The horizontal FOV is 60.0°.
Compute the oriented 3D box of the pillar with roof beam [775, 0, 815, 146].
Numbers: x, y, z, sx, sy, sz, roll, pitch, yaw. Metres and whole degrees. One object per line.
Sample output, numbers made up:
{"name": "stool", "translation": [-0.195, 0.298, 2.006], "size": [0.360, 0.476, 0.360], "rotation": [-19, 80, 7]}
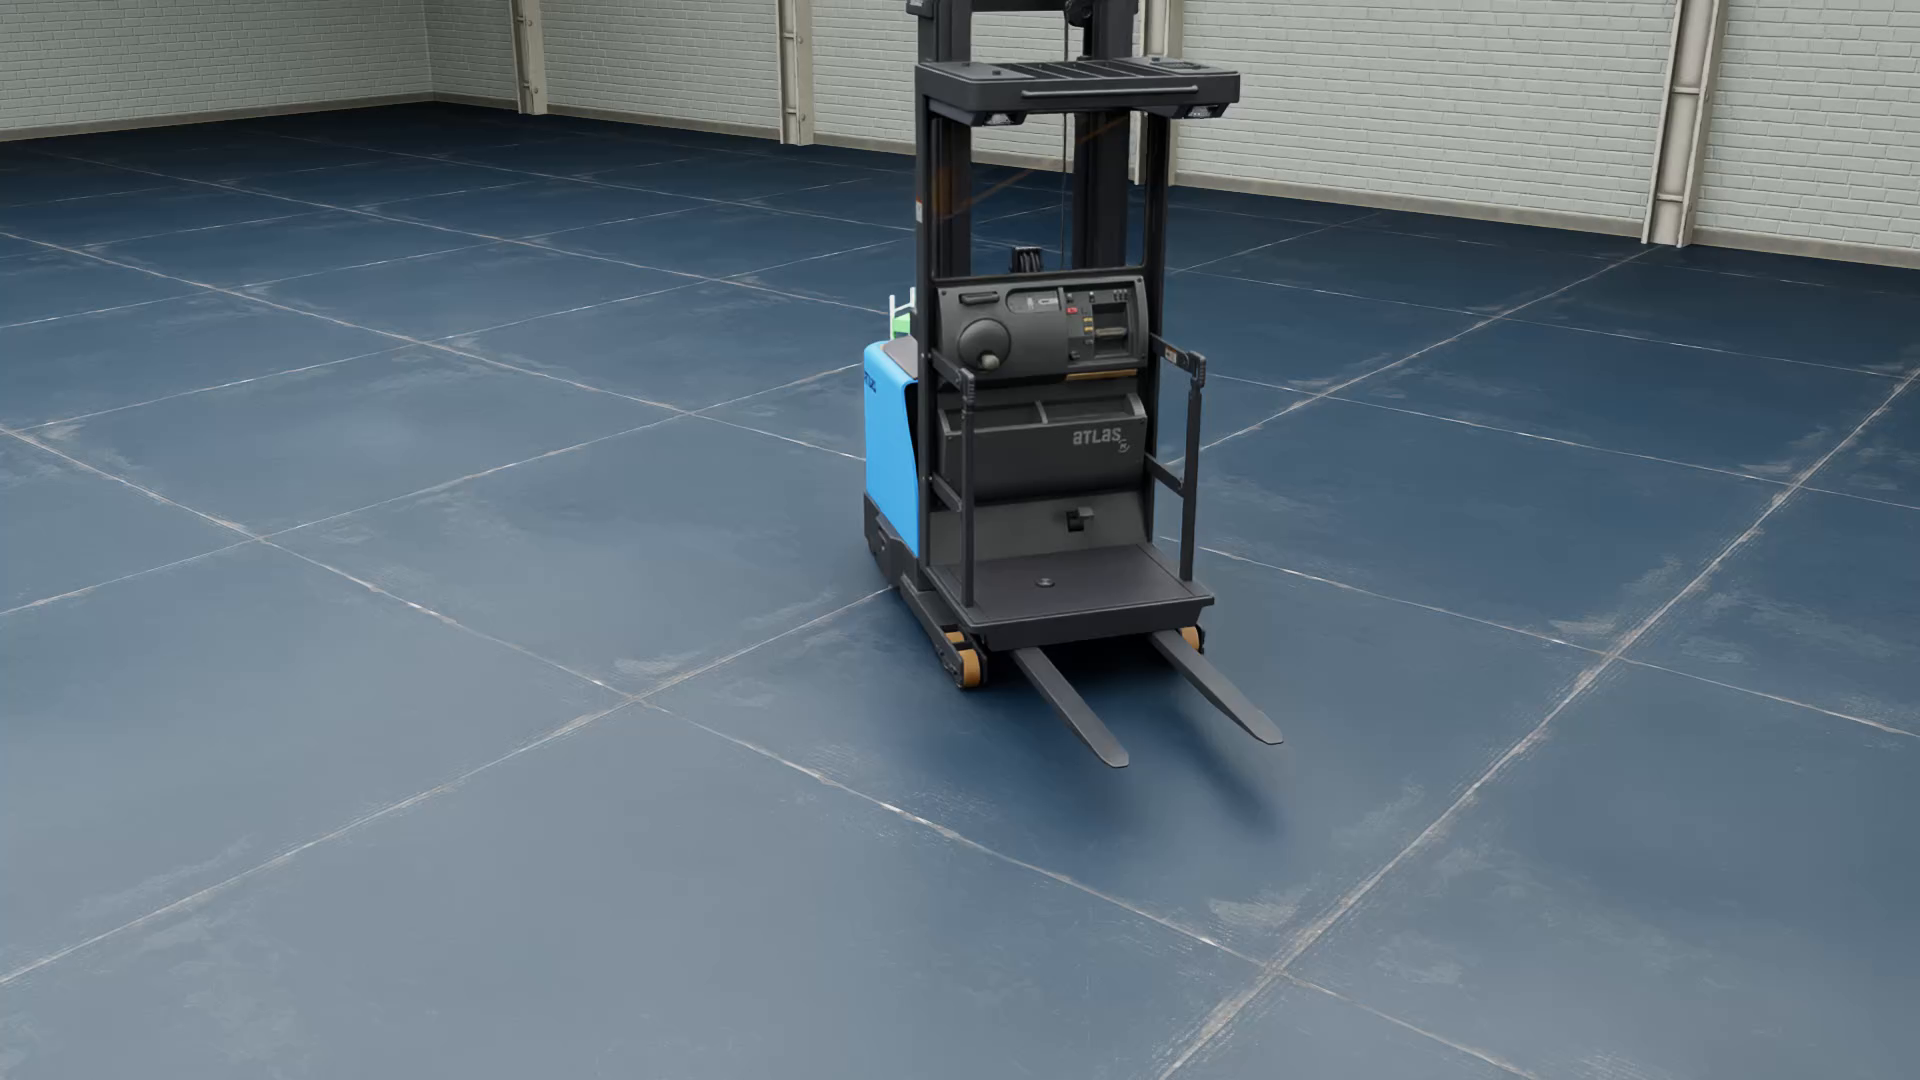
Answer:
{"name": "pillar with roof beam", "translation": [-5.024, -8.653, 18.861], "size": [0.400, 9.000, 9.100], "rotation": [16, 26, 36]}

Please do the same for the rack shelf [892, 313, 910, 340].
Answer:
{"name": "rack shelf", "translation": [-0.085, -1.091, 8.681], "size": [0.480, 0.148, 0.258], "rotation": [10, 23, 26]}

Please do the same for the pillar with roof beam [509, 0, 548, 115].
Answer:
{"name": "pillar with roof beam", "translation": [-9.672, -9.992, 22.410], "size": [0.400, 9.000, 9.100], "rotation": [16, 26, 36]}

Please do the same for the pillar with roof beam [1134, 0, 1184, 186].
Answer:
{"name": "pillar with roof beam", "translation": [-0.376, -7.314, 15.311], "size": [0.400, 9.000, 9.100], "rotation": [16, 26, 36]}

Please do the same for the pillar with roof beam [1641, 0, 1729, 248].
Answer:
{"name": "pillar with roof beam", "translation": [4.273, -5.976, 11.761], "size": [0.400, 9.000, 9.100], "rotation": [16, 26, 36]}

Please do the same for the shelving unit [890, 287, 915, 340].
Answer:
{"name": "shelving unit", "translation": [-0.085, -0.701, 8.828], "size": [0.503, 1.200, 0.258], "rotation": [10, 23, 26]}

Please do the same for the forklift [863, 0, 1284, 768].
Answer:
{"name": "forklift", "translation": [0.425, -0.902, 6.906], "size": [1.130, 2.935, 3.031], "rotation": [-6, 22, -16]}

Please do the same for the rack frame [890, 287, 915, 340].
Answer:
{"name": "rack frame", "translation": [-0.301, -0.741, 8.934], "size": [0.015, 1.200, 0.240], "rotation": [10, 23, 26]}
